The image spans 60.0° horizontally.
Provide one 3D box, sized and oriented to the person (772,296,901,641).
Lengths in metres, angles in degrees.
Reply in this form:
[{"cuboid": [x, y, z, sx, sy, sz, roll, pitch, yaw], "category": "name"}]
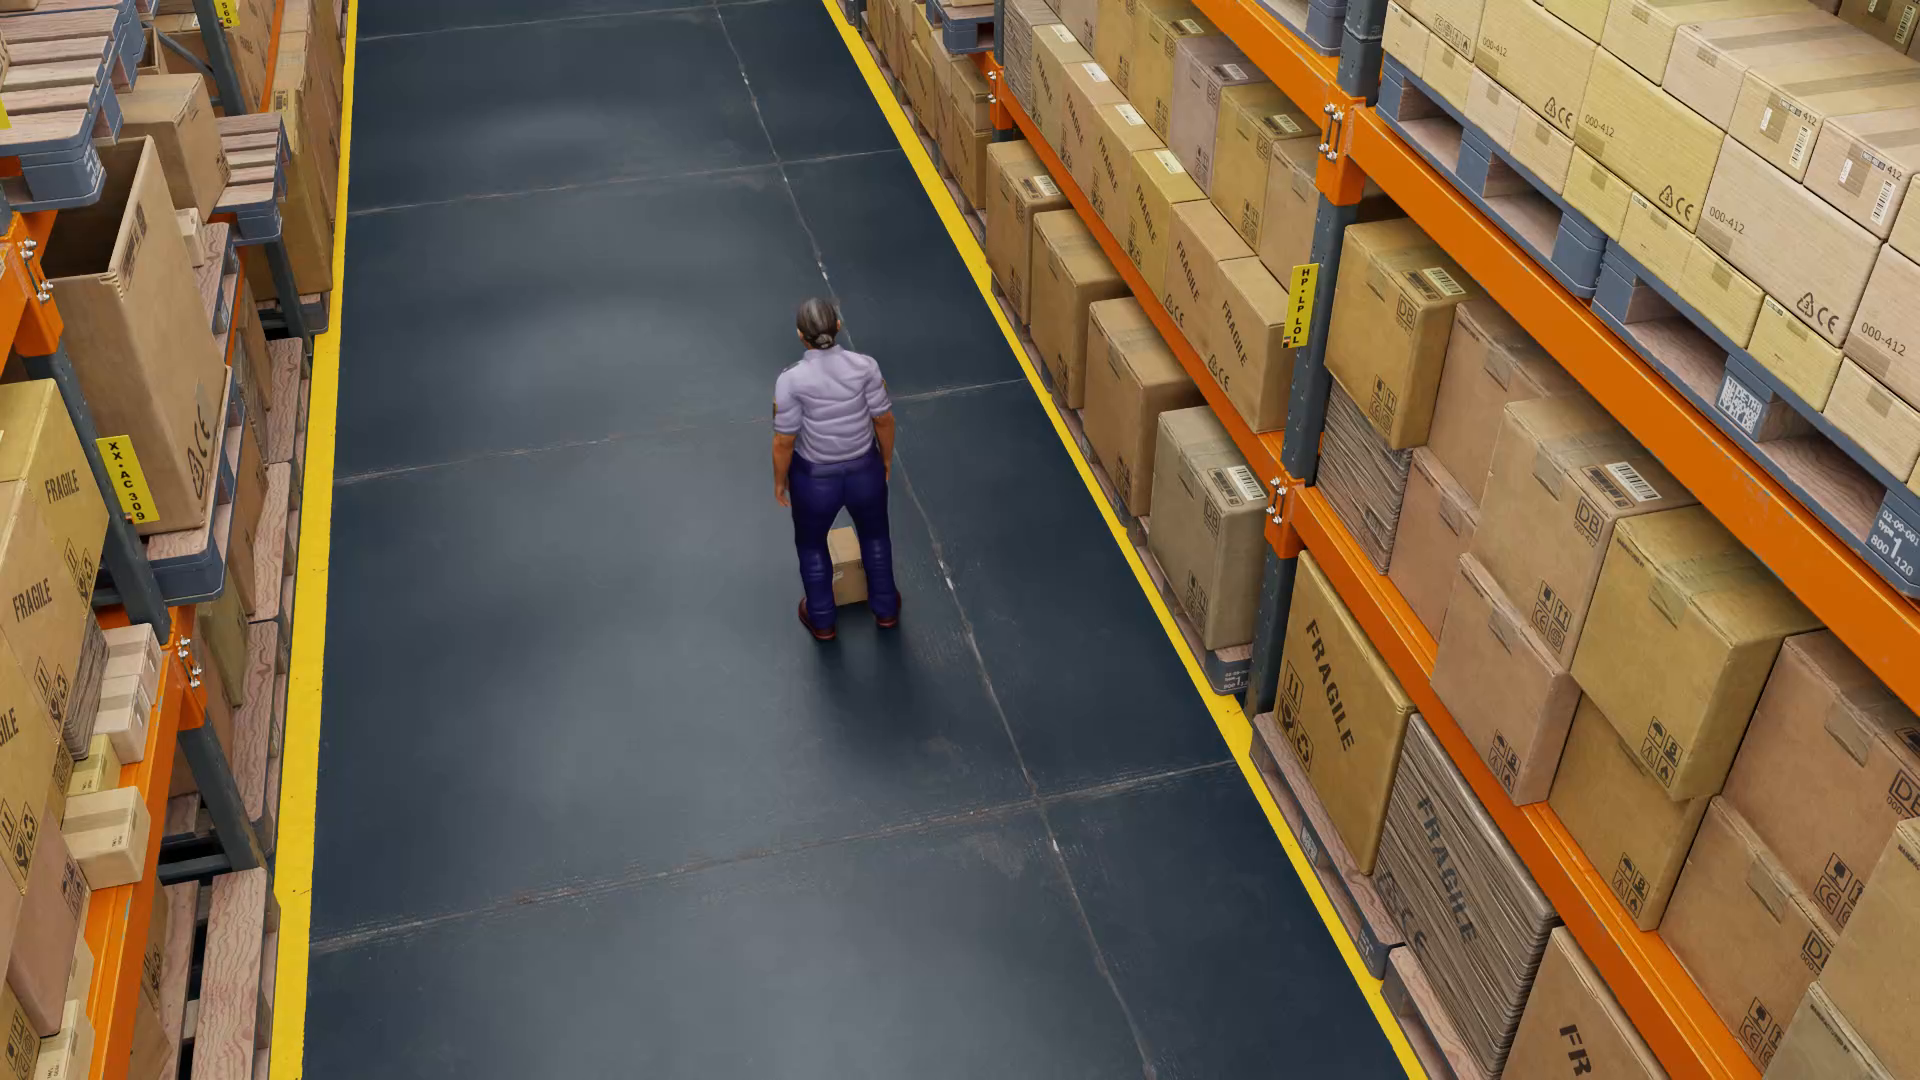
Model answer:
[{"cuboid": [-0.517, -0.276, 7.068, 0.564, 1.651, 0.370, -12, 40, -14], "category": "person"}]
